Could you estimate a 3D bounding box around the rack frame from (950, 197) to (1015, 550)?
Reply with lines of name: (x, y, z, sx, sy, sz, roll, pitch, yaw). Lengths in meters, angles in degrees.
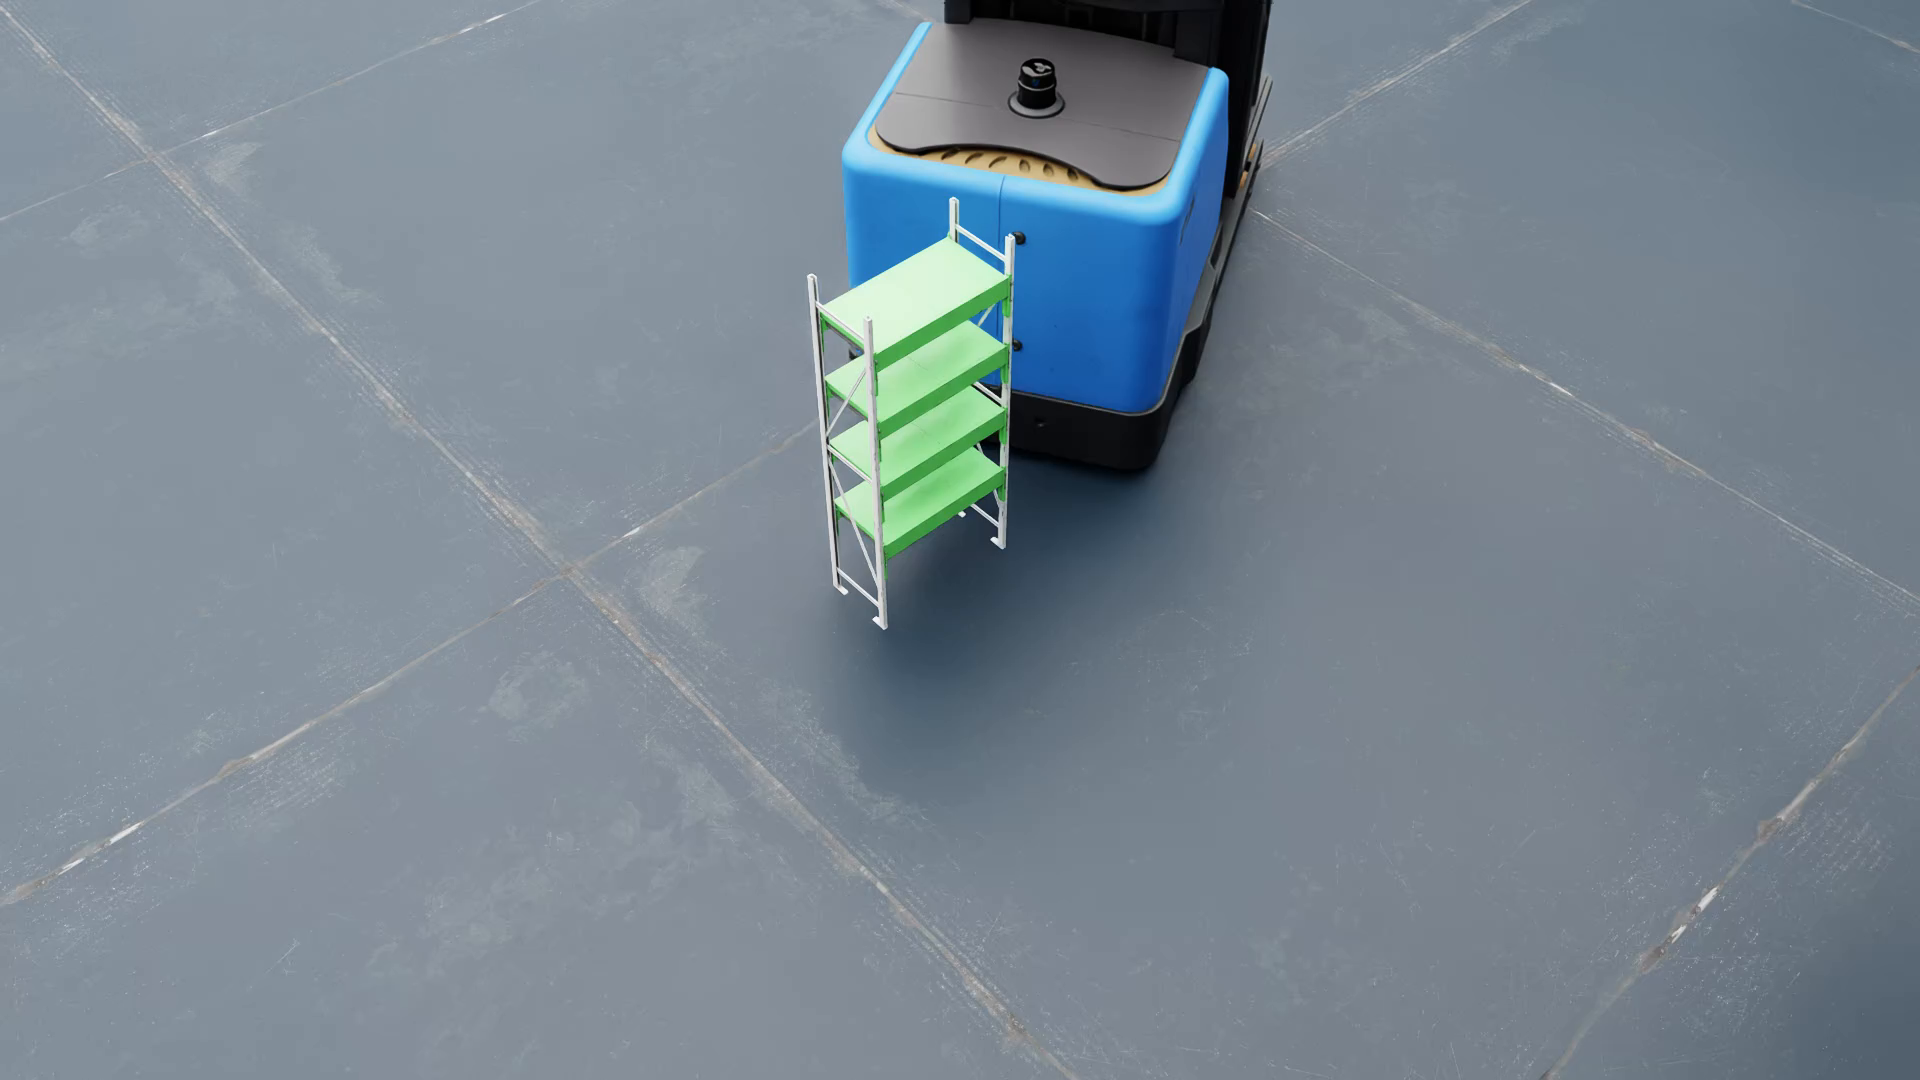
rack frame: (0.058, -0.446, 4.845, 0.015, 1.200, 0.240, -34, 56, -27)

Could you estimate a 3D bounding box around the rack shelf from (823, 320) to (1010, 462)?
rack shelf: (-0.122, -0.444, 4.604, 0.480, 0.148, 0.258, -34, 56, -27)

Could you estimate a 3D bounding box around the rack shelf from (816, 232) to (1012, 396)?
rack shelf: (-0.122, -0.607, 4.428, 0.480, 0.148, 0.258, -34, 56, -27)

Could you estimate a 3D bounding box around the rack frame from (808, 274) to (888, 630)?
rack frame: (-0.303, -0.204, 4.622, 0.015, 1.200, 0.240, -34, 56, -27)

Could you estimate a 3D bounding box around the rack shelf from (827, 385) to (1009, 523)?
rack shelf: (-0.122, -0.282, 4.780, 0.480, 0.148, 0.258, -34, 56, -27)

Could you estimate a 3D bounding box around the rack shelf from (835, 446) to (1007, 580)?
rack shelf: (-0.122, -0.119, 4.957, 0.480, 0.148, 0.258, -34, 56, -27)

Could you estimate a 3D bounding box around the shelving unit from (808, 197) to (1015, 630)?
shelving unit: (-0.122, -0.325, 4.734, 0.503, 1.200, 0.258, -34, 56, -27)

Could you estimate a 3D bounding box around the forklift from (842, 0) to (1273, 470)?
forklift: (0.553, -2.328, 5.403, 1.130, 2.935, 3.031, 13, 49, 11)
